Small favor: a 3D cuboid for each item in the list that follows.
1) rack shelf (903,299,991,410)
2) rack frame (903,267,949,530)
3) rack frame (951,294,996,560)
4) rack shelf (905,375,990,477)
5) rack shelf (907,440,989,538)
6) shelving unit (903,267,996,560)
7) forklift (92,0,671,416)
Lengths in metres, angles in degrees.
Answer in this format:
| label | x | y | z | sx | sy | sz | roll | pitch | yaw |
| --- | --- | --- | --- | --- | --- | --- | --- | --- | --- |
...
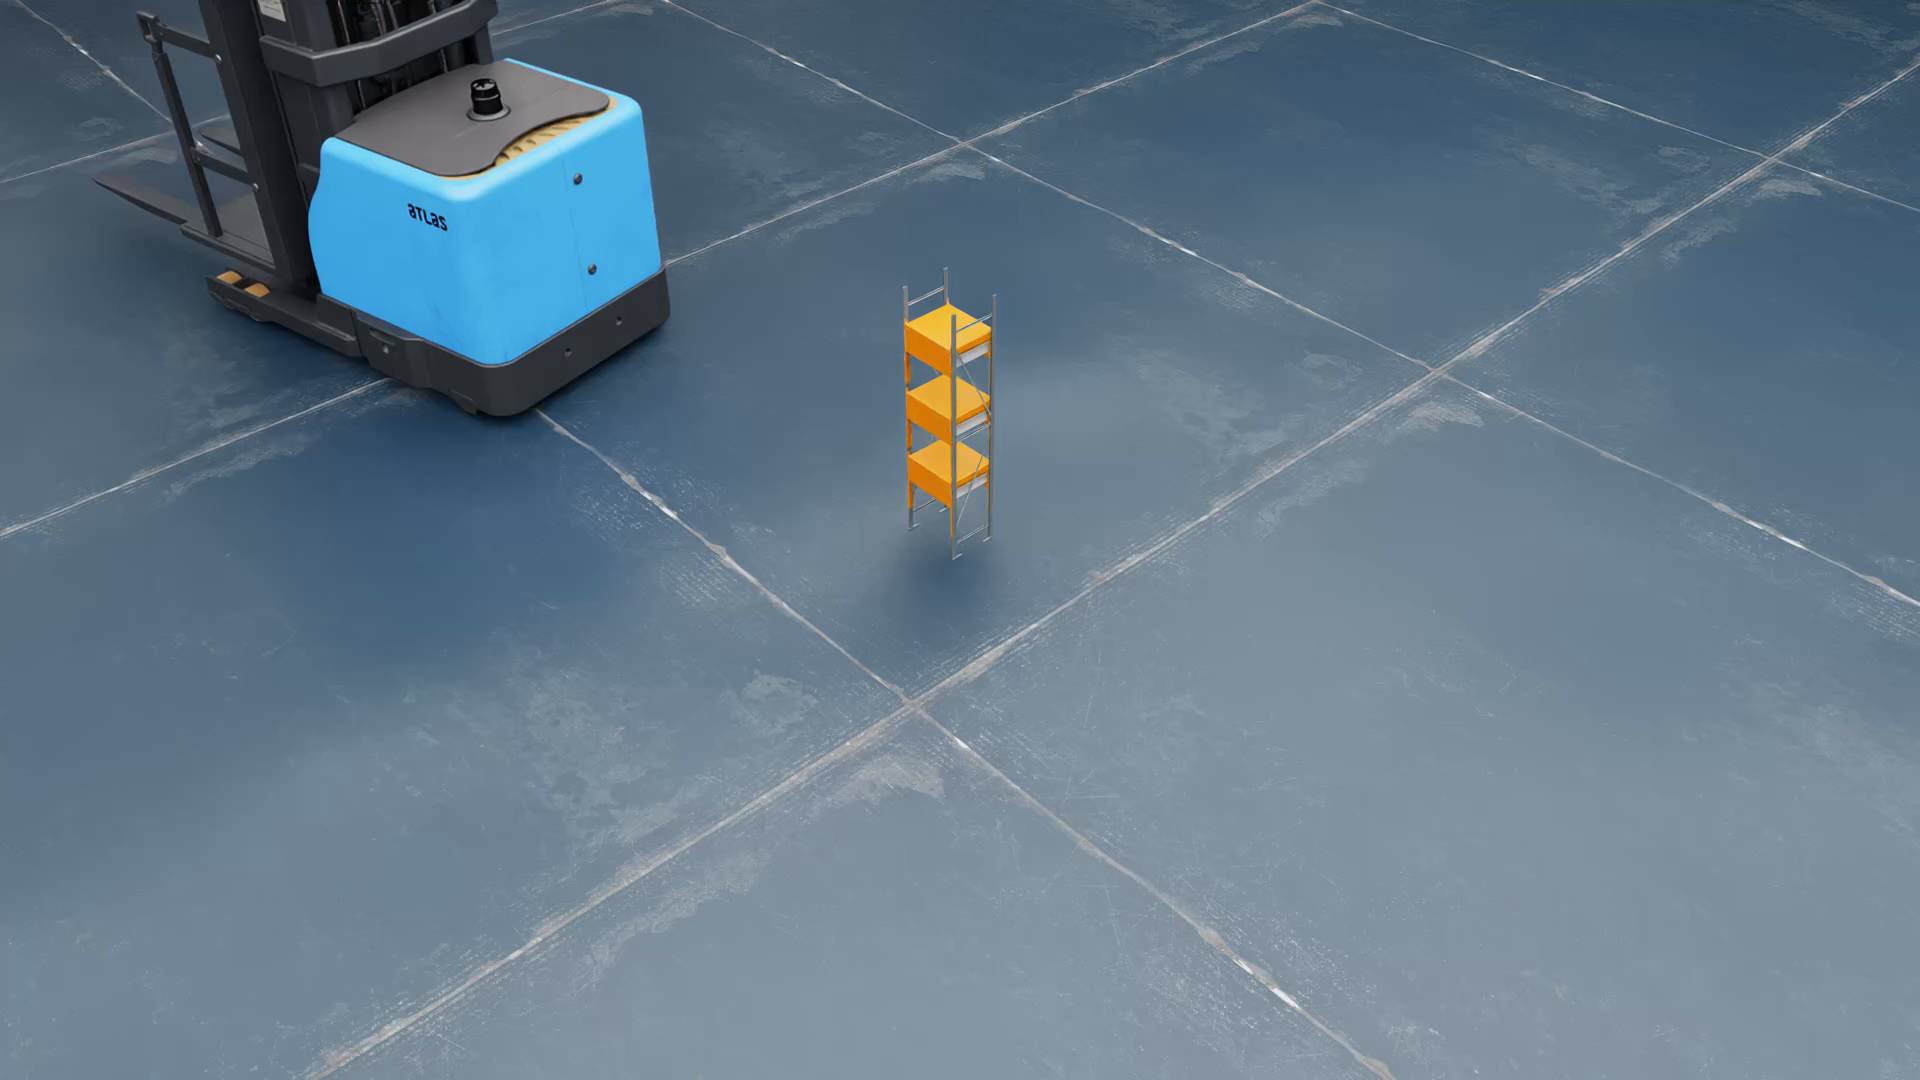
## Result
| label | x | y | z | sx | sy | sz | roll | pitch | yaw |
| --- | --- | --- | --- | --- | --- | --- | --- | --- | --- |
| rack shelf | -0.036 | -0.646 | 5.779 | 0.215 | 0.259 | 0.240 | -30 | 48 | -32 |
| rack frame | -0.119 | -0.490 | 6.021 | 0.200 | 1.050 | 0.008 | -30 | 48 | -32 |
| rack frame | 0.046 | -0.377 | 5.881 | 0.200 | 1.050 | 0.008 | -30 | 48 | -32 |
| rack shelf | -0.036 | -0.425 | 5.957 | 0.215 | 0.259 | 0.240 | -30 | 48 | -32 |
| rack shelf | -0.036 | -0.209 | 6.132 | 0.215 | 0.259 | 0.240 | -30 | 48 | -32 |
| shelving unit | -0.036 | -0.433 | 5.951 | 0.215 | 1.050 | 0.252 | -30 | 48 | -32 |
| forklift | -2.787 | -2.370 | 6.851 | 3.031 | 2.935 | 1.130 | 23 | 44 | 26 |
